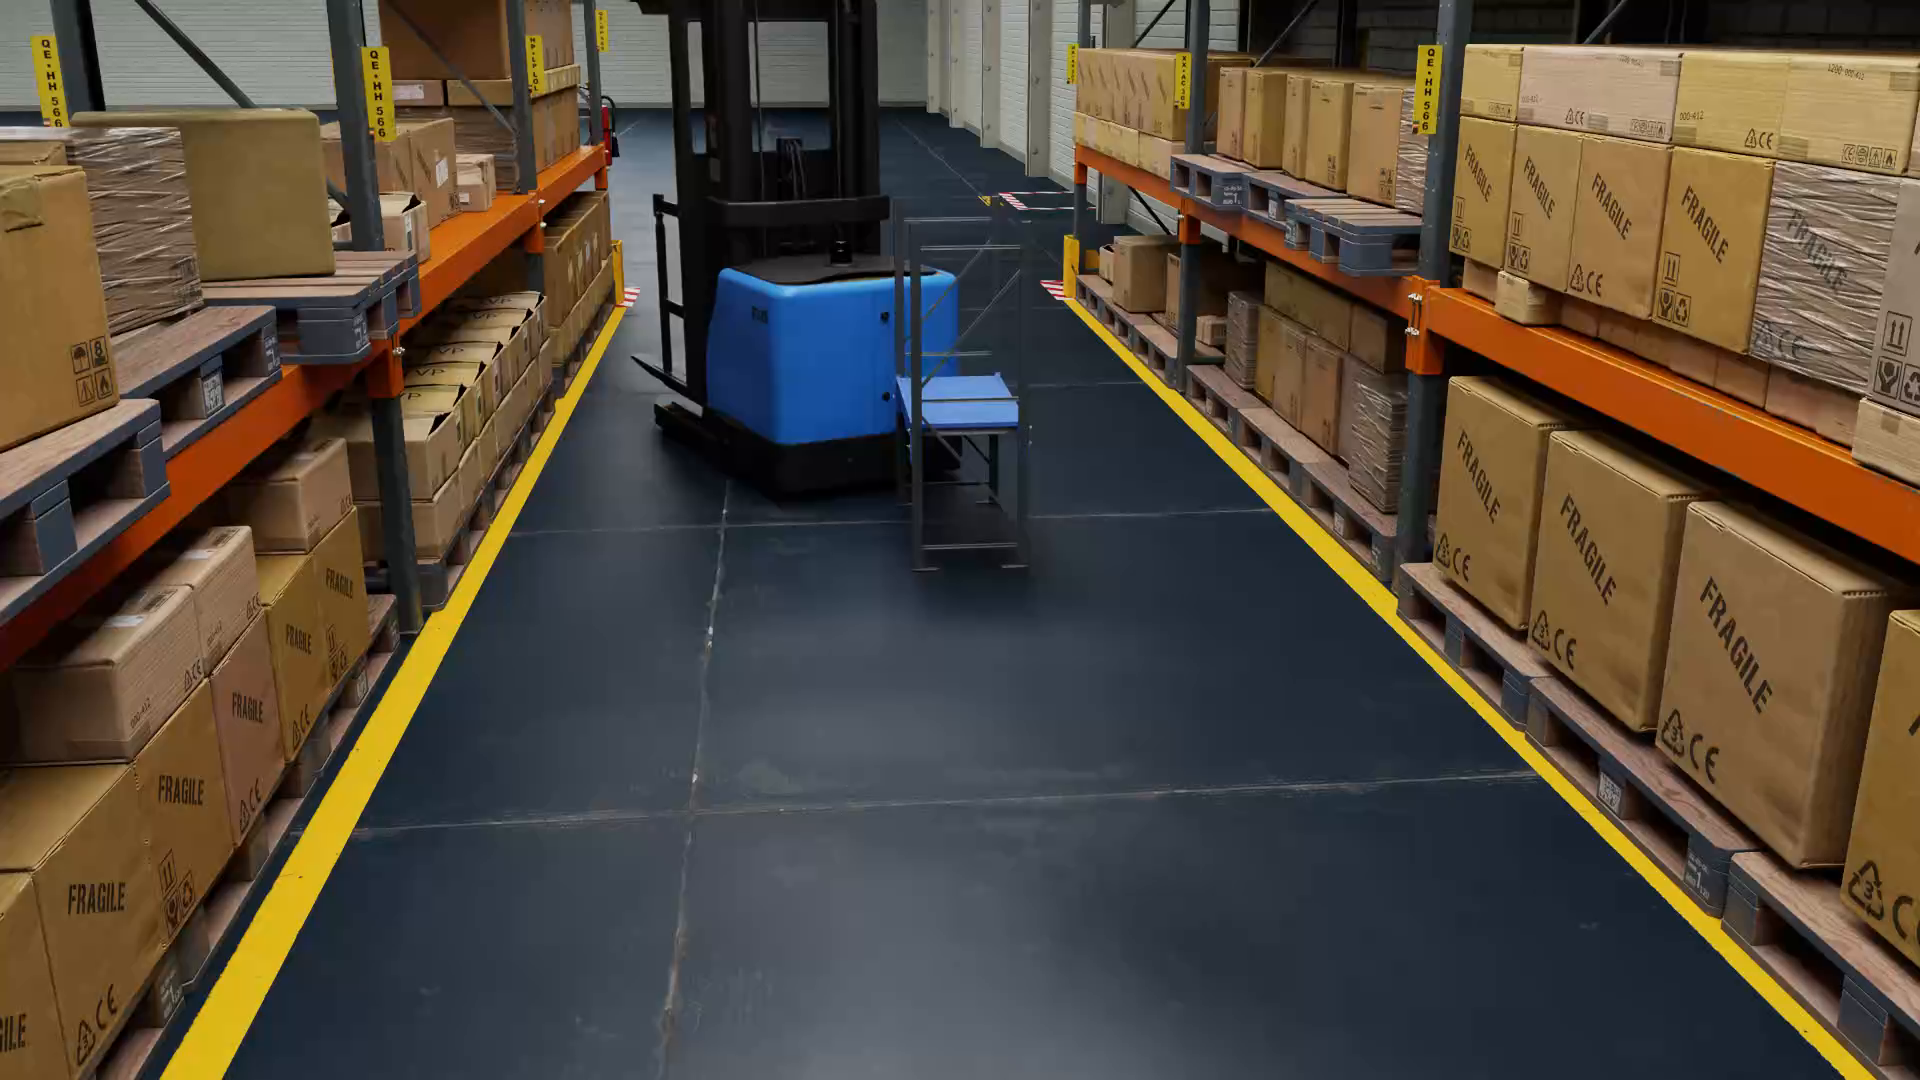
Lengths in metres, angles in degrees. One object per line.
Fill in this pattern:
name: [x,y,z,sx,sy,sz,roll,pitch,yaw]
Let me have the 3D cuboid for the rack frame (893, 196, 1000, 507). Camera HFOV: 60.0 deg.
rack frame: [-0.061,-0.892,8.016,0.500,1.500,0.032,-2,18,-6]

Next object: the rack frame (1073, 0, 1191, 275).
rack frame: [1.487,-3.594,14.116,1.000,3.000,0.127,-2,18,-6]

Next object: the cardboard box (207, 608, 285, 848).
cardboard box: [-2.171,0.508,4.489,0.500,0.500,0.500,-2,18,-8]

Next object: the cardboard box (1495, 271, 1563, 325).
cardboard box: [2.077,-0.838,5.723,0.380,0.149,0.250,-1,17,-4]

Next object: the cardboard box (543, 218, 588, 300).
cardboard box: [-2.867,-1.940,11.486,0.500,0.500,0.500,-2,18,-6]

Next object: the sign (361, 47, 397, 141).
sign: [-2.076,-1.590,5.934,0.100,0.325,0.005,-2,18,-6]

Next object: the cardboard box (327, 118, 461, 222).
cardboard box: [-2.910,-1.909,8.584,0.500,0.500,0.500,-1,17,-2]

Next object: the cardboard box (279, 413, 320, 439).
cardboard box: [-2.913,-0.361,6.771,0.500,0.311,0.500,-1,17,-4]

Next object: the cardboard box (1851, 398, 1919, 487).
cardboard box: [2.291,-0.230,3.788,0.380,0.149,0.250,-2,18,-6]

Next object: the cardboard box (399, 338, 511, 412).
cardboard box: [-2.543,-0.839,8.294,0.500,0.311,0.500,-2,18,-6]

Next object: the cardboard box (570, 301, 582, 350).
cardboard box: [-2.820,-1.433,11.123,0.500,0.250,0.500,-2,18,-6]

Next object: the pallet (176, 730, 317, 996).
pallet: [-2.452,0.861,4.584,1.003,0.211,1.213,-2,18,-6]

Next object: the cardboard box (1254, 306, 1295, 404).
cardboard box: [2.096,-1.048,9.446,0.700,0.500,0.500,-2,18,-7]

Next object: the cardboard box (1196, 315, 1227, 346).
cardboard box: [1.815,-1.419,11.183,0.380,0.166,0.250,-4,18,-13]

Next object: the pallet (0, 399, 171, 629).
pallet: [-2.176,-0.014,3.035,1.003,0.211,1.213,-2,18,-6]

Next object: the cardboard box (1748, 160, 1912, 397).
cardboard box: [2.321,-0.649,4.040,0.500,0.500,0.500,-2,18,-6]

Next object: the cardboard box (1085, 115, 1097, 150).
cardboard box: [1.290,-3.222,13.150,0.500,0.250,0.500,-2,18,-7]

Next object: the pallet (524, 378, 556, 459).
pallet: [-2.912,-0.699,9.552,1.003,0.211,1.213,-2,18,-6]

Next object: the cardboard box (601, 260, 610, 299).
cardboard box: [-3.027,-2.029,13.021,0.500,0.250,0.500,-2,18,-6]

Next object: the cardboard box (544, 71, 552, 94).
cardboard box: [-3.025,-3.152,11.461,0.380,0.149,0.250,-2,18,-6]

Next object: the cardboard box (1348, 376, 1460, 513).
cardboard box: [2.186,-0.440,7.511,0.700,0.500,0.500,-2,17,-5]

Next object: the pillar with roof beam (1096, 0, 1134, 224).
pillar with roof beam: [-2.481,-7.929,17.909,9.100,9.000,0.400,-2,18,-6]

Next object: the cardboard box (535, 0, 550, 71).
cardboard box: [-3.234,-3.495,11.469,0.700,0.500,0.500,-2,18,-6]

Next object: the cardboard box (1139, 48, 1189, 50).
cardboard box: [1.747,-3.756,13.597,0.500,0.500,0.500,-2,18,-6]

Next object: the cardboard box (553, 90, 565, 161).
cardboard box: [-3.300,-3.043,12.196,0.700,0.500,0.500,-2,18,-5]

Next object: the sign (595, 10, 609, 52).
sign: [-2.898,-4.118,13.456,0.100,0.325,0.005,-2,18,-6]

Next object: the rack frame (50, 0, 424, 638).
rack frame: [-2.614,-1.056,6.033,1.000,3.000,0.127,-2,18,-6]

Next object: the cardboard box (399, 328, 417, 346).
cardboard box: [-3.131,-0.970,8.711,0.500,0.311,0.500,-2,18,-7]

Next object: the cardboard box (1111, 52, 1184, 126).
cardboard box: [1.391,-3.283,12.091,0.500,0.500,0.500,-1,17,-4]

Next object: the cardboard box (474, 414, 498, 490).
cardboard box: [-2.489,-0.414,7.878,0.500,0.250,0.500,-2,18,-7]

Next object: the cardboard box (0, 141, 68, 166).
cardboard box: [-2.445,-0.637,3.830,0.700,0.500,0.500,-6,19,-20]

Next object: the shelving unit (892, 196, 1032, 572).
shelving unit: [-0.009,-0.741,7.533,0.538,1.500,1.048,-2,18,-6]

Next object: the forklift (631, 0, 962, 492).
forklift: [-1.123,-2.029,9.247,1.130,2.935,3.031,-9,20,-26]

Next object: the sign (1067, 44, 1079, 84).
sign: [0.948,-3.990,13.933,0.100,0.325,0.005,-2,18,-6]

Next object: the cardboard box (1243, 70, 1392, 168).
cardboard box: [1.969,-2.340,9.222,0.700,0.500,0.500,0,17,0]

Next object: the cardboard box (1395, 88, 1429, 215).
cardboard box: [2.254,-1.608,6.888,0.700,0.500,0.500,-4,18,-12]

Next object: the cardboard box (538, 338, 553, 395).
cardboard box: [-2.696,-1.022,9.813,0.500,0.250,0.500,-2,18,-6]

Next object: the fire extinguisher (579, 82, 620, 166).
fire extinguisher: [-2.990,-3.452,13.795,0.296,0.674,0.183,-2,18,-6]

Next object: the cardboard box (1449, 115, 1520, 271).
cardboard box: [2.108,-1.257,5.976,0.500,0.500,0.500,-1,17,-4]

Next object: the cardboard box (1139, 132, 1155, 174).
cardboard box: [1.506,-2.620,11.233,0.500,0.250,0.500,-2,18,-5]

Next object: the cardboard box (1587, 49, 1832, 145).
cardboard box: [2.214,-1.315,4.909,0.500,0.250,0.500,-2,18,-5]

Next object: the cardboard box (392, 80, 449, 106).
cardboard box: [-3.268,-2.679,9.954,0.380,0.149,0.250,-2,18,-6]

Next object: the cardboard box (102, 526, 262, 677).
cardboard box: [-2.165,0.162,4.341,0.500,0.250,0.500,-2,18,-7]

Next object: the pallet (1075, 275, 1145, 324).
pallet: [1.544,-1.998,13.687,1.003,0.211,1.213,-2,18,-6]

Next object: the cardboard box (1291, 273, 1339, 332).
cardboard box: [2.099,-1.272,8.909,0.500,0.250,0.500,-2,18,-7]

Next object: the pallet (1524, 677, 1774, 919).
pallet: [2.441,0.720,5.031,1.003,0.211,1.213,-2,18,-6]

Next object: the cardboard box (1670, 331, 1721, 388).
cardboard box: [2.285,-0.538,4.769,0.380,0.149,0.250,-2,18,-5]

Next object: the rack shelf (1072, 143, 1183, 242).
rack shelf: [1.694,-2.655,12.326,1.077,0.370,4.000,-2,18,-6]

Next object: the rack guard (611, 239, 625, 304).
rack guard: [-3.442,-2.254,14.022,1.175,0.500,0.348,-2,18,-6]

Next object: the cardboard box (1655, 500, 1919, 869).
cardboard box: [2.434,0.352,4.435,0.750,0.750,0.750,-1,17,-4]

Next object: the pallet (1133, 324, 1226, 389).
pallet: [1.795,-1.271,11.372,1.003,0.211,1.213,-2,18,-6]

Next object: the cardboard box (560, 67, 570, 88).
cardboard box: [-3.132,-3.460,12.439,0.380,0.149,0.250,-2,17,-5]

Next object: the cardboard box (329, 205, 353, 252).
cardboard box: [-2.609,-1.123,6.396,0.500,0.311,0.500,-1,17,-2]

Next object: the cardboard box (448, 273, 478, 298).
cardboard box: [-3.332,-1.775,10.960,0.500,0.500,0.500,-2,18,-6]

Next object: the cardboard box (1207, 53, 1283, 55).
cardboard box: [1.964,-3.147,11.659,0.500,0.500,0.500,-1,17,-4]
